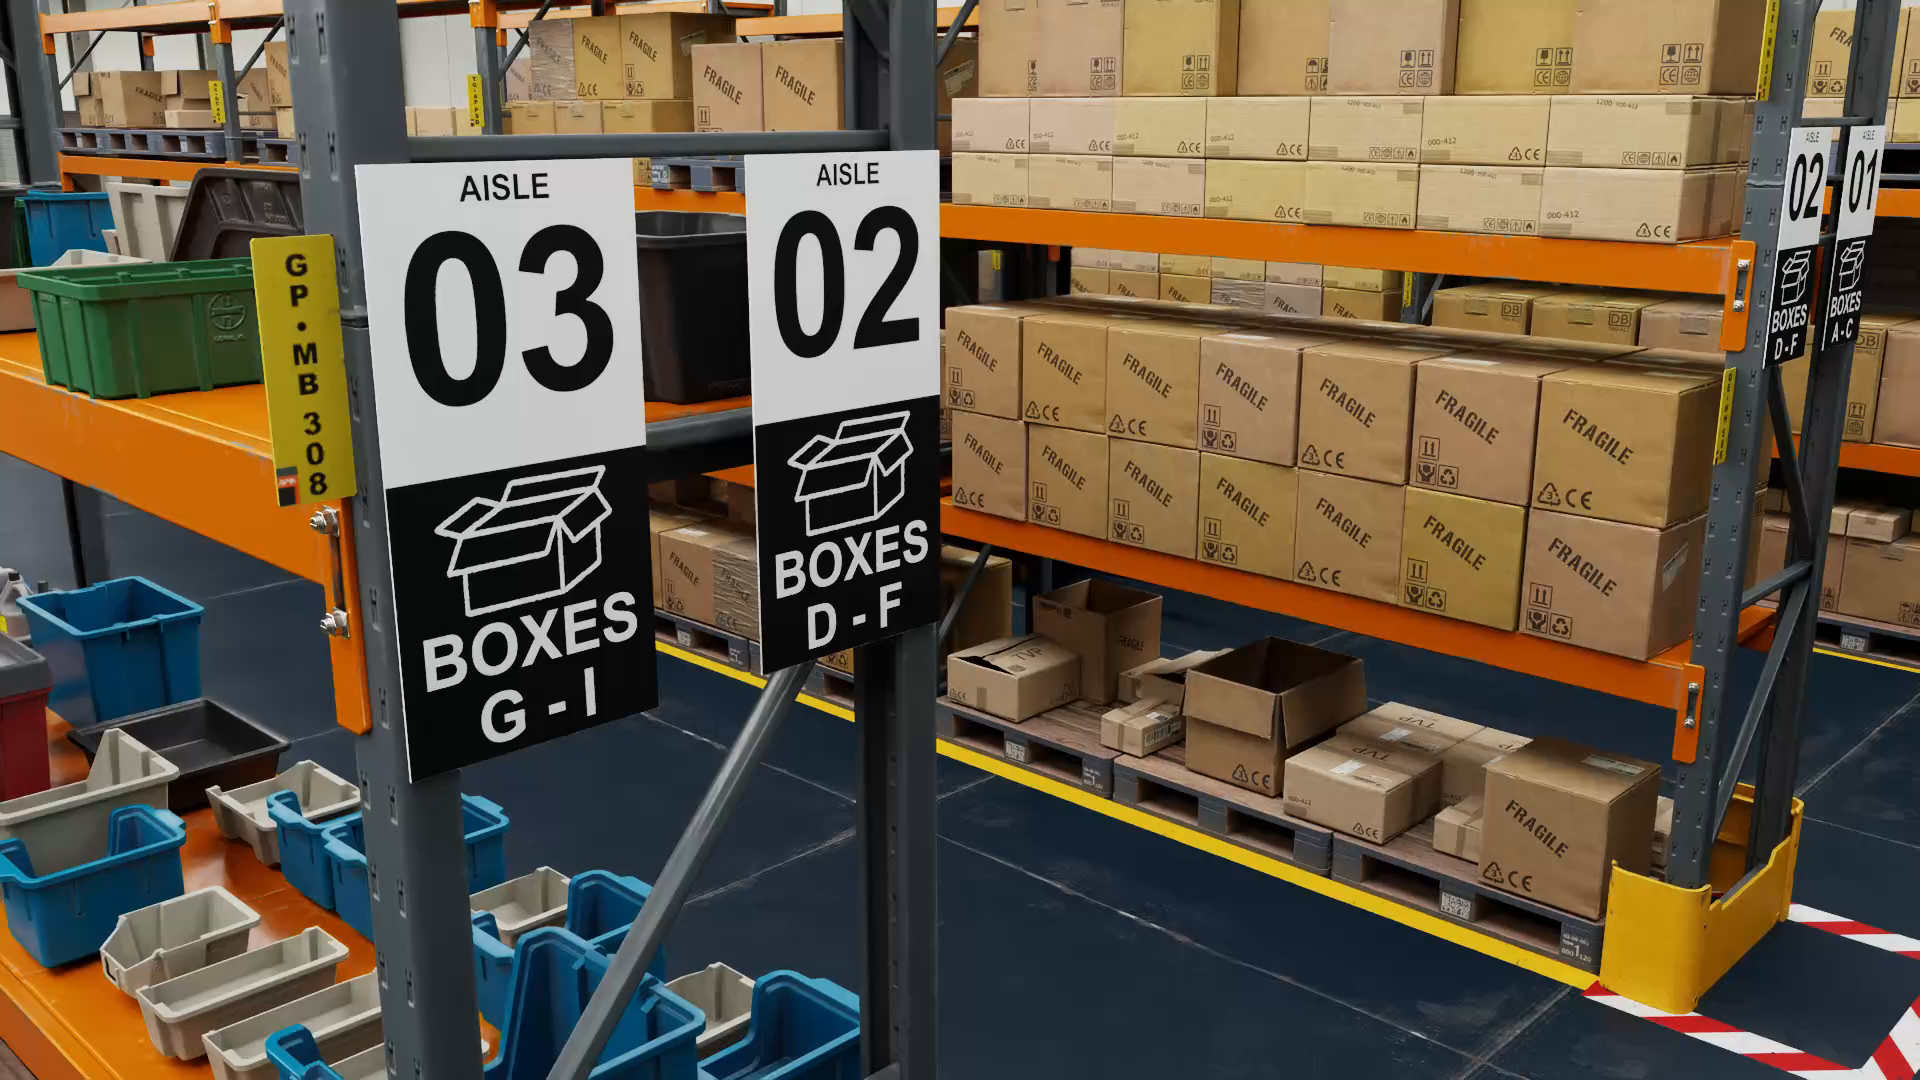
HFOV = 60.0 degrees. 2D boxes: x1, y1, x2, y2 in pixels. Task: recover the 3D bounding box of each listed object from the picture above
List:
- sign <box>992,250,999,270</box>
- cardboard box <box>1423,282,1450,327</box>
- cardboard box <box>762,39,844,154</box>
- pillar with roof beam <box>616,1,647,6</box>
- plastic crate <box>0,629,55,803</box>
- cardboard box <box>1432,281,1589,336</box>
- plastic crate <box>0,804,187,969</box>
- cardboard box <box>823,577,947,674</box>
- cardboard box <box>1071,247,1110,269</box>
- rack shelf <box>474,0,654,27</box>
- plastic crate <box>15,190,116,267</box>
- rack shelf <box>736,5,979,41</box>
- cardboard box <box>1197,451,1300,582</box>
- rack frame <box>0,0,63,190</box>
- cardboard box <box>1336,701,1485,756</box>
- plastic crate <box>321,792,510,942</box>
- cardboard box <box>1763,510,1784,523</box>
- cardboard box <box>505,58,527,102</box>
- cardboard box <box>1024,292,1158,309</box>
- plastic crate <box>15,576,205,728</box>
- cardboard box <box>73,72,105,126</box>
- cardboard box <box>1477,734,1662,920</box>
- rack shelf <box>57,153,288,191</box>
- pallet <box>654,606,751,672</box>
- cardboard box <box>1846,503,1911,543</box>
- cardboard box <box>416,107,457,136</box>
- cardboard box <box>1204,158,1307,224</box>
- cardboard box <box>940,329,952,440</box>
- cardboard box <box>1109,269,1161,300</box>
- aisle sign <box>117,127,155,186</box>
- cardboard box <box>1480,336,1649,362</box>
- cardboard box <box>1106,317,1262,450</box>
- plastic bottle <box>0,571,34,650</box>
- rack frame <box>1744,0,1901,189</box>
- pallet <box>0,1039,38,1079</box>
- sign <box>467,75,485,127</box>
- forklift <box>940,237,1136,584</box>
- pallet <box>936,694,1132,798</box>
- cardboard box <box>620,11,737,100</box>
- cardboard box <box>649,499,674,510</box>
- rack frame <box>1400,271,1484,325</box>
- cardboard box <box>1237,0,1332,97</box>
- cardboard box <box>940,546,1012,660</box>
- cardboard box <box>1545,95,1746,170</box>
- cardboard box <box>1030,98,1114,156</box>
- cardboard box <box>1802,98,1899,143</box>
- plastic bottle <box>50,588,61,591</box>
[{"bbox_3d":[0.318,-2.527,14.544,0.005,0.325,0.100,14,20,42],"label":"sign"},{"bbox_3d":[3.412,-1.734,12.809,0.500,0.500,0.500,13,19,40],"label":"cardboard box"},{"bbox_3d":[-0.676,-2.472,9.291,0.600,0.600,0.600,13,20,42],"label":"cardboard box"},{"bbox_3d":[-6.955,-5.662,16.815,0.400,9.000,9.100,14,20,42],"label":"pillar with roof beam"},{"bbox_3d":[-2.840,0.534,4.686,0.583,0.464,0.402,14,20,42],"label":"plastic crate"},{"bbox_3d":[3.947,-1.453,11.964,0.700,0.700,0.980,14,20,43],"label":"cardboard box"},{"bbox_3d":[-2.086,0.832,4.004,0.300,0.233,0.416,14,20,42],"label":"plastic crate"},{"bbox_3d":[-0.422,0.457,9.316,0.500,0.500,0.500,14,20,42],"label":"cardboard box"},{"bbox_3d":[1.224,-2.450,14.072,0.500,0.250,0.500,13,20,41],"label":"cardboard box"},{"bbox_3d":[-1.308,-3.217,9.652,4.000,0.370,1.077,14,20,42],"label":"rack shelf"},{"bbox_3d":[-2.432,-0.877,4.730,0.300,0.233,0.416,14,20,42],"label":"plastic crate"},{"bbox_3d":[-0.751,-4.817,15.792,4.000,0.370,1.077,14,20,42],"label":"rack shelf"},{"bbox_3d":[1.406,-0.150,7.360,0.500,0.500,0.500,13,20,41],"label":"cardboard box"},{"bbox_3d":[-3.309,-2.510,4.720,0.127,3.000,1.000,14,20,42],"label":"rack frame"},{"bbox_3d":[2.097,0.990,7.763,0.500,0.250,0.500,14,20,42],"label":"cardboard box"},{"bbox_3d":[-1.326,0.811,4.083,0.300,0.233,0.416,14,20,42],"label":"plastic crate"},{"bbox_3d":[5.151,0.021,11.027,0.500,0.500,0.700,13,19,40],"label":"cardboard box"},{"bbox_3d":[-4.962,-5.388,19.490,0.500,0.500,0.500,12,19,38],"label":"cardboard box"},{"bbox_3d":[0.676,-0.997,8.626,0.500,0.500,0.500,14,20,42],"label":"cardboard box"},{"bbox_3d":[-2.736,0.391,5.395,0.575,0.384,0.392,14,20,42],"label":"plastic crate"},{"bbox_3d":[-8.096,-4.277,16.134,0.797,0.503,0.637,-13,19,-40],"label":"cardboard box"},{"bbox_3d":[2.449,1.141,6.691,0.500,0.500,0.500,14,20,42],"label":"cardboard box"},{"bbox_3d":[-7.067,-3.359,15.354,4.000,0.370,1.077,14,20,42],"label":"rack shelf"},{"bbox_3d":[-1.362,0.495,10.615,1.213,0.211,1.003,14,20,42],"label":"pallet"},{"bbox_3d":[5.655,-0.107,10.231,0.250,0.149,0.380,13,20,42],"label":"cardboard box"},{"bbox_3d":[-3.503,-2.946,11.804,0.500,0.250,0.500,-14,20,-43],"label":"cardboard box"},{"bbox_3d":[1.389,-1.492,7.057,0.500,0.250,0.500,14,20,42],"label":"cardboard box"},{"bbox_3d":[-0.054,-0.881,9.333,0.500,0.500,0.700,7,16,24],"label":"cardboard box"},{"bbox_3d":[1.587,-1.996,13.815,0.500,0.500,0.500,14,20,42],"label":"cardboard box"},{"bbox_3d":[-8.350,-3.929,16.905,0.004,0.787,0.394,14,20,42],"label":"aisle sign"},{"bbox_3d":[2.494,-0.554,6.926,0.500,0.500,0.500,14,20,43],"label":"cardboard box"},{"bbox_3d":[1.017,-0.724,7.581,0.500,0.500,0.500,13,19,41],"label":"cardboard box"},{"bbox_3d":[-3.366,0.289,5.972,0.185,0.351,0.144,14,20,42],"label":"plastic bottle"},{"bbox_3d":[3.012,-2.709,5.481,0.127,3.000,1.000,14,20,42],"label":"rack frame"},{"bbox_3d":[-2.752,1.864,5.361,1.213,0.211,1.003,14,20,42],"label":"pallet"},{"bbox_3d":[-3.139,-2.847,10.776,0.005,0.325,0.100,14,20,42],"label":"sign"},{"bbox_3d":[0.572,-1.250,11.917,1.130,2.935,3.031,-14,20,-42],"label":"forklift"},{"bbox_3d":[0.626,0.964,8.814,1.213,0.211,1.003,14,20,42],"label":"pallet"},{"bbox_3d":[-1.703,-2.934,10.112,0.500,0.500,0.500,14,20,42],"label":"cardboard box"},{"bbox_3d":[-2.237,0.013,11.018,0.500,0.500,0.500,13,19,40],"label":"cardboard box"},{"bbox_3d":[3.568,-1.406,12.378,0.127,3.000,1.000,14,20,42],"label":"rack frame"},{"bbox_3d":[1.600,-2.152,7.111,0.500,0.500,0.700,14,20,42],"label":"cardboard box"},{"bbox_3d":[-0.047,0.362,9.679,0.500,0.500,0.500,13,19,40],"label":"cardboard box"},{"bbox_3d":[2.465,-1.470,5.983,0.500,0.250,0.500,14,20,42],"label":"cardboard box"},{"bbox_3d":[0.671,-1.909,7.668,0.500,0.250,0.500,14,20,42],"label":"cardboard box"},{"bbox_3d":[5.360,-2.507,9.922,0.500,0.250,0.500,13,19,40],"label":"cardboard box"},{"bbox_3d":[-3.277,0.307,6.034,0.133,0.283,0.061,14,20,42],"label":"plastic bottle"}]
